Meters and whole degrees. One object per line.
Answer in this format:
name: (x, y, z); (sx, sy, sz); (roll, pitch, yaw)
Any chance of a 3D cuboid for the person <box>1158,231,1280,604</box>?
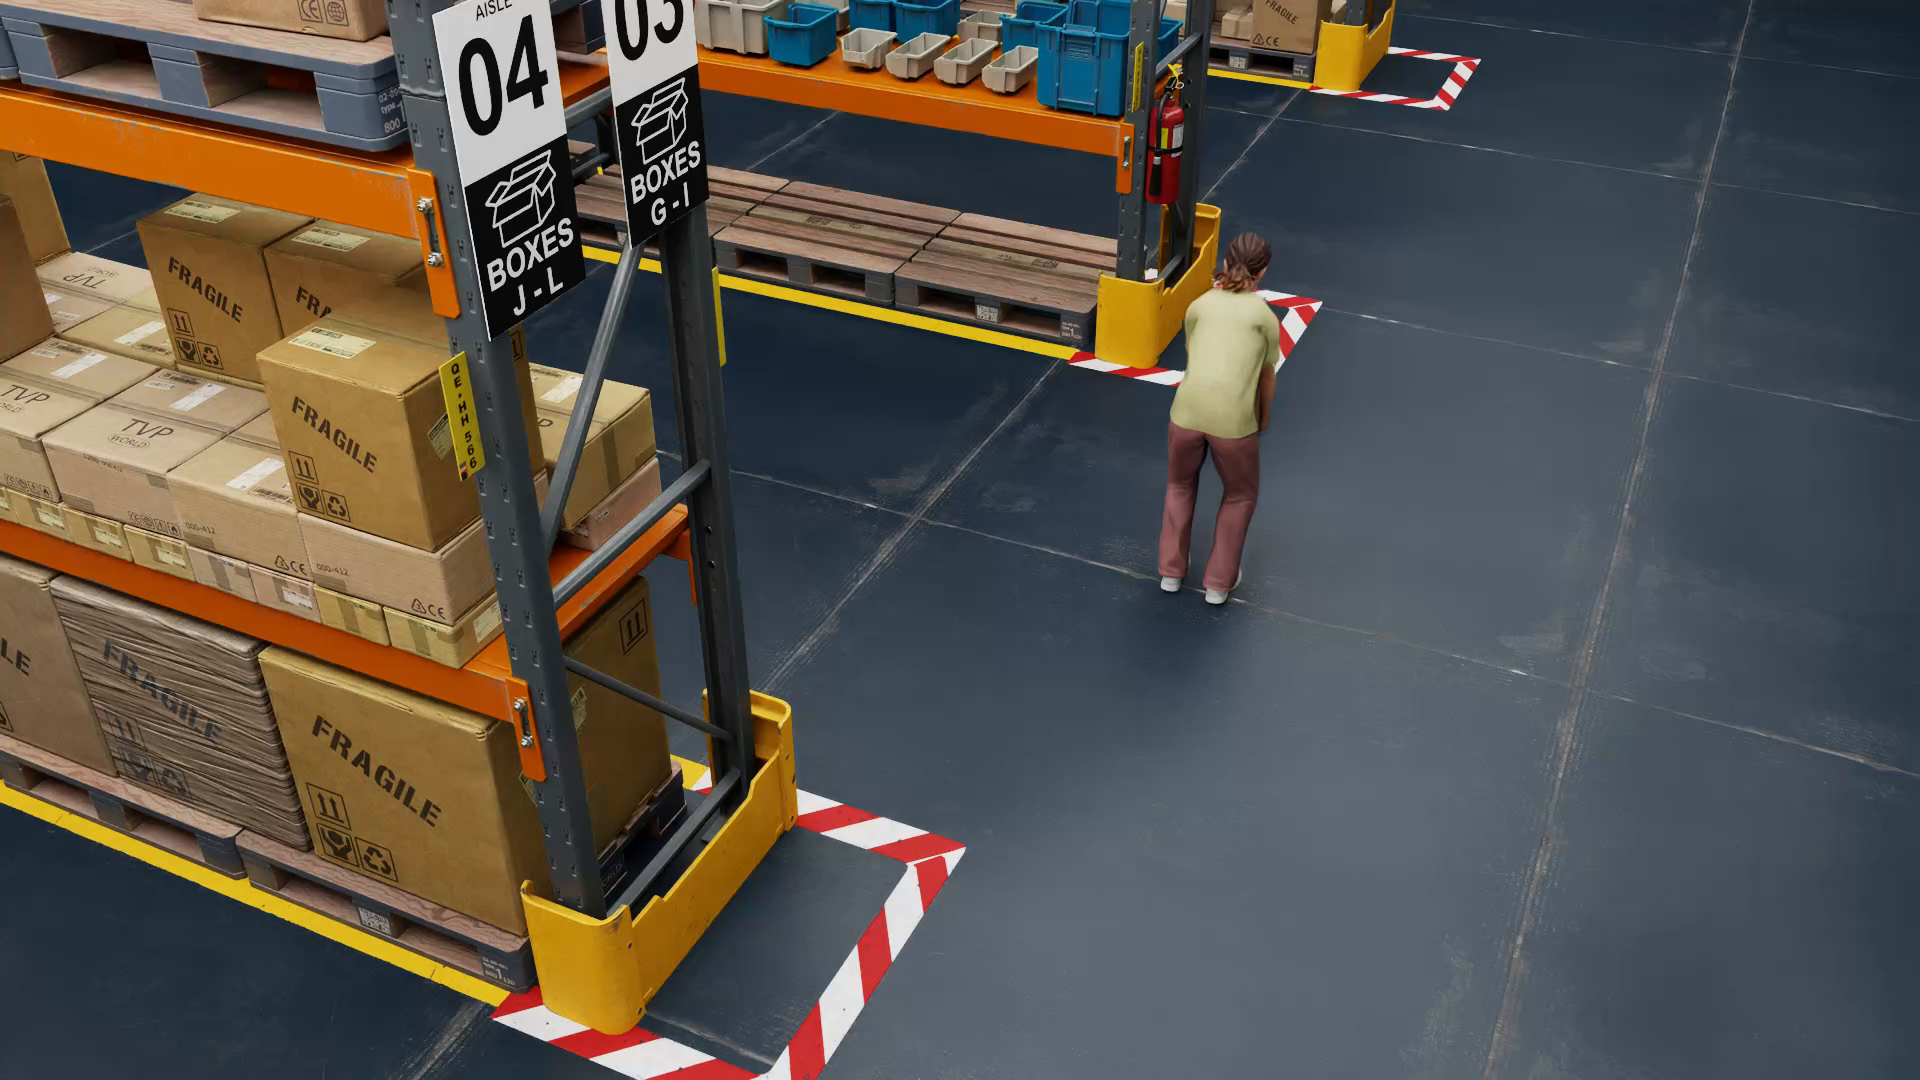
person: (1.106, -0.510, 7.037); (0.410, 1.534, 0.635); (14, 36, 19)
